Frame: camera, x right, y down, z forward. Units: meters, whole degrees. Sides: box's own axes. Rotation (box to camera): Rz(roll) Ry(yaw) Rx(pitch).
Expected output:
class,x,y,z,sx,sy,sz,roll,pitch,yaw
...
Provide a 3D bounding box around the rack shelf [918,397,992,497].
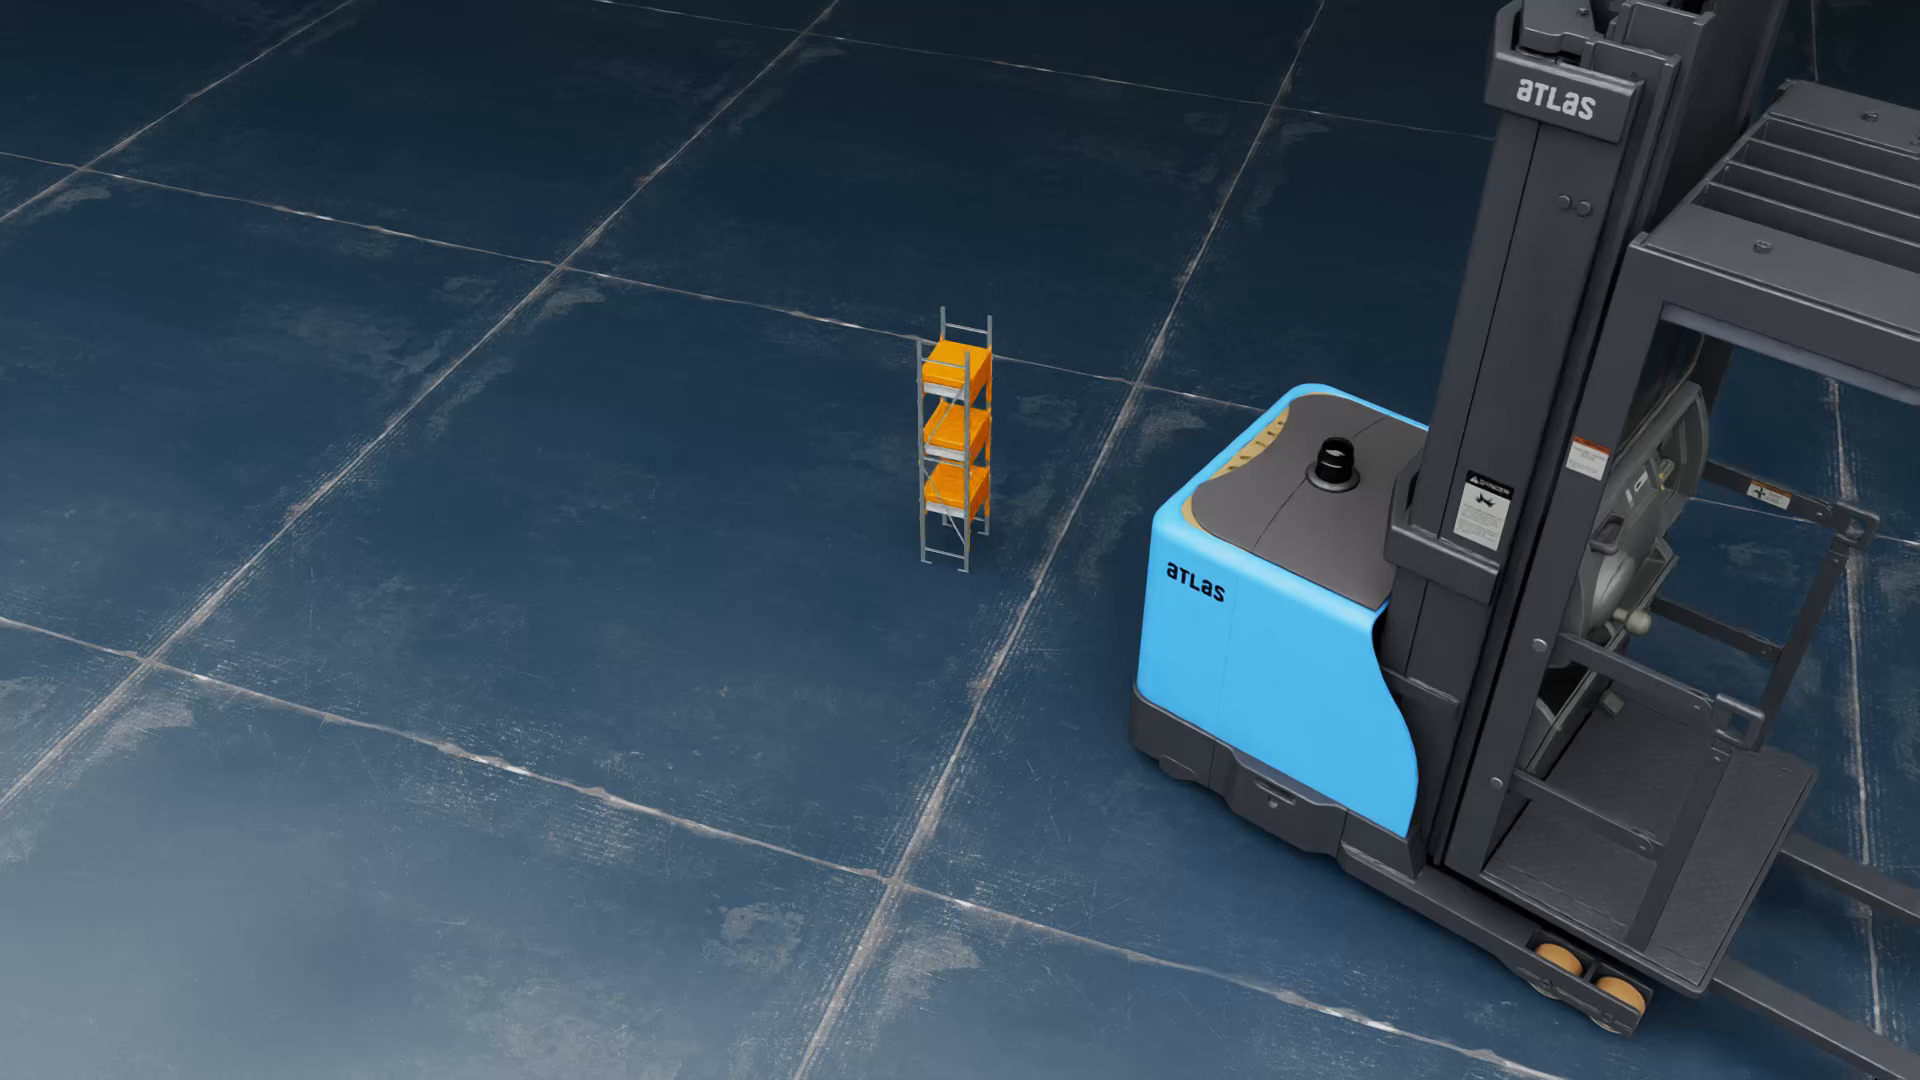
class,x,y,z,sx,sy,sz,roll,pitch,yaw
rack shelf,-0.018,-0.359,6.378,0.215,0.259,0.240,13,42,15

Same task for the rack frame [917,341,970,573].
class,x,y,z,sx,sy,sz,roll,pitch,yaw
rack frame,-0.060,-0.292,6.284,0.200,1.050,0.008,13,42,15

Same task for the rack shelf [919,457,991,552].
class,x,y,z,sx,sy,sz,roll,pitch,yaw
rack shelf,-0.018,-0.147,6.558,0.215,0.259,0.240,13,42,15

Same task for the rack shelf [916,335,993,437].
class,x,y,z,sx,sy,sz,roll,pitch,yaw
rack shelf,-0.018,-0.575,6.194,0.215,0.259,0.240,13,42,15

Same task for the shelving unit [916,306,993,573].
class,x,y,z,sx,sy,sz,roll,pitch,yaw
shelving unit,-0.018,-0.367,6.371,0.215,1.050,0.252,13,42,15

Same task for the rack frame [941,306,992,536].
class,x,y,z,sx,sy,sz,roll,pitch,yaw
rack frame,0.023,-0.441,6.458,0.200,1.050,0.008,13,42,15

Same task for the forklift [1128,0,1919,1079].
class,x,y,z,sx,sy,sz,roll,pitch,yaw
forklift,2.058,-0.026,4.522,3.031,2.935,1.130,27,47,28
